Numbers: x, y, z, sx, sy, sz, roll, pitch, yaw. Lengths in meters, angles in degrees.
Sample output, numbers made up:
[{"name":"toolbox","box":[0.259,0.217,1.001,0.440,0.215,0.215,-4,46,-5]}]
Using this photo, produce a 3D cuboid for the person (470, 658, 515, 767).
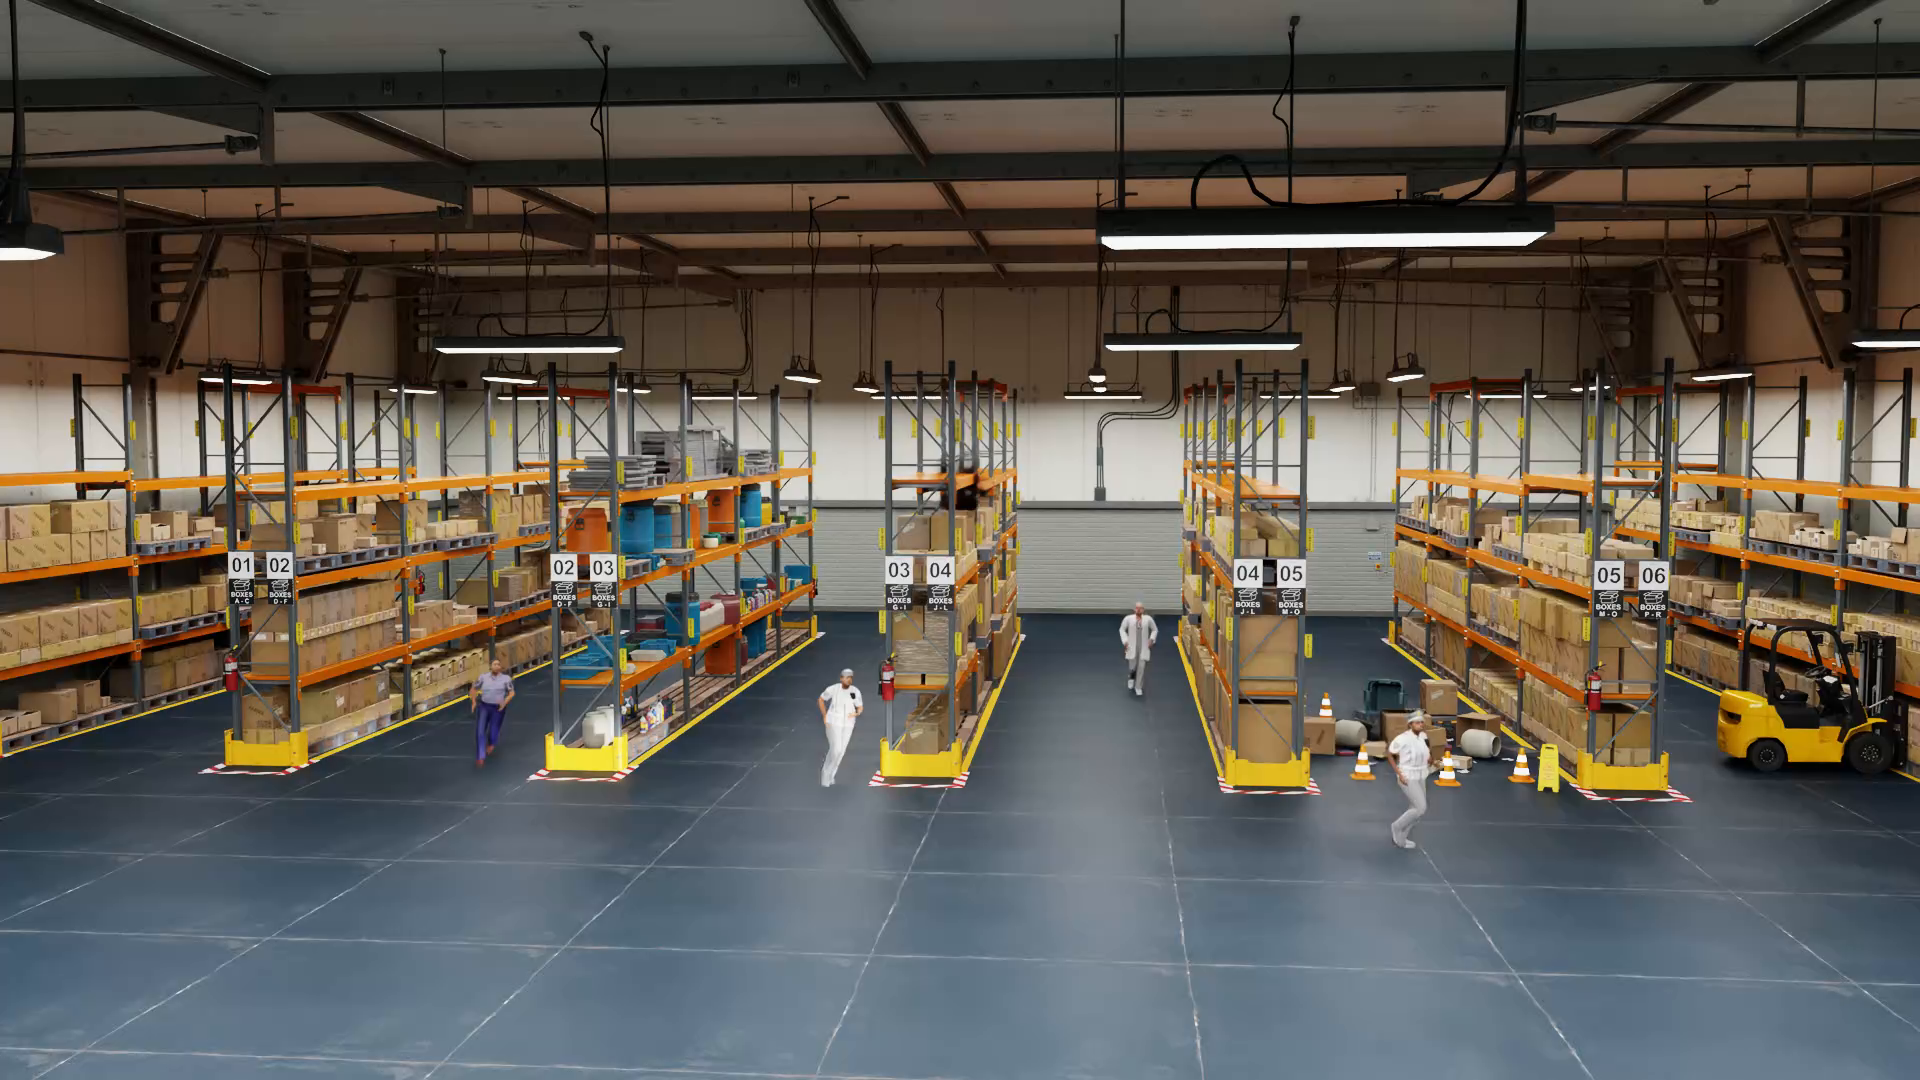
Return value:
[{"name":"person","box":[-7.046,2.579,25.064,0.647,1.621,0.642,-1,4,-12]}]

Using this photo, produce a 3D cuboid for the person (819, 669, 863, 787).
[{"name":"person","box":[-1.689,2.651,23.527,0.629,1.667,0.620,-2,4,-24]}]

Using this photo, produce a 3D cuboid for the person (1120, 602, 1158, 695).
[{"name":"person","box":[3.413,2.053,31.681,0.731,1.750,0.636,0,4,3]}]

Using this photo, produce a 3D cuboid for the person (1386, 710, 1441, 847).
[{"name":"person","box":[5.463,2.858,19.876,0.560,1.667,0.576,-3,5,-35]}]
